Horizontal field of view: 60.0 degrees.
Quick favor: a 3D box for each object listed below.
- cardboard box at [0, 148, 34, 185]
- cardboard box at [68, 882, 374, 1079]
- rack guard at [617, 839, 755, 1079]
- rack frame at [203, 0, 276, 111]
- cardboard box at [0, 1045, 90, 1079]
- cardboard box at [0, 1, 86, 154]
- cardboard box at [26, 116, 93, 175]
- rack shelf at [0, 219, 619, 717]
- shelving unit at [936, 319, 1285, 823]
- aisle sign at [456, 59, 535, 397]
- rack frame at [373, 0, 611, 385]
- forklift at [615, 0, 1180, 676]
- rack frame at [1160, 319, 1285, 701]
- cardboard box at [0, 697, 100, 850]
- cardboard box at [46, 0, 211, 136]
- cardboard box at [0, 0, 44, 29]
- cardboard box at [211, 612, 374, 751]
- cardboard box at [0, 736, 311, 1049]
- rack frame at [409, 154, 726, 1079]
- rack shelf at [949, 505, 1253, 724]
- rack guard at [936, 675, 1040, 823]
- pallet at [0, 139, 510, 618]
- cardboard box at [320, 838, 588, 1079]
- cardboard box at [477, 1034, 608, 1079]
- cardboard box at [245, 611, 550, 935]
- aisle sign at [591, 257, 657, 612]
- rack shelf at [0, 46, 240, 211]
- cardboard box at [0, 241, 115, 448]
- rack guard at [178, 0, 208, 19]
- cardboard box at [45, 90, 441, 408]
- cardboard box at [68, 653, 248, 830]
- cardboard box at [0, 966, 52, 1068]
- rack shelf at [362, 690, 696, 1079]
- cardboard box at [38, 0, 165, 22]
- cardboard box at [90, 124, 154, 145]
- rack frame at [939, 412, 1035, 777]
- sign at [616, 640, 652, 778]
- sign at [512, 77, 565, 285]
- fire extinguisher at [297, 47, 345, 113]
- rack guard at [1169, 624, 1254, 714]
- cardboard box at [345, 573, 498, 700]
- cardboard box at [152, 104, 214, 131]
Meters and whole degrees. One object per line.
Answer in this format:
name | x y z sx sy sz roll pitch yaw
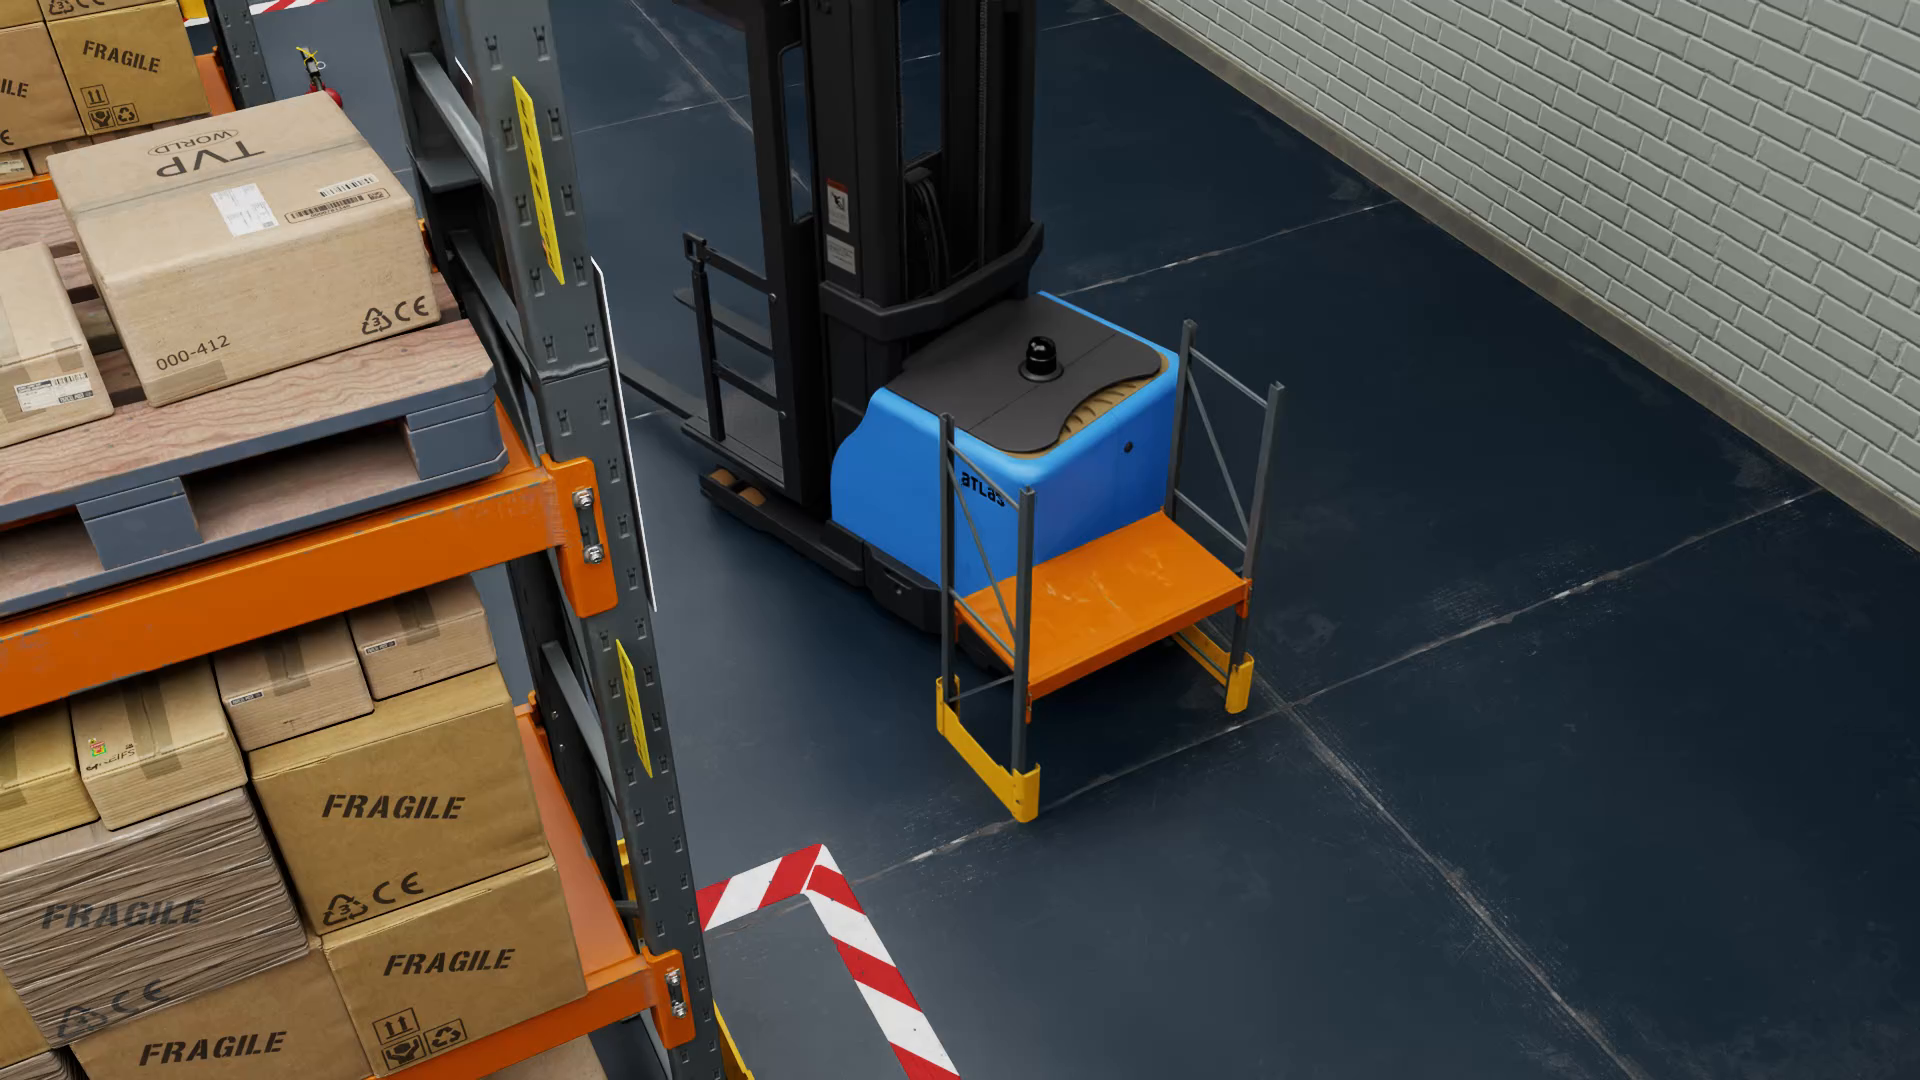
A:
cardboard box | -4.115 -1.658 7.082 0.250 0.149 0.380 -17 43 -20
cardboard box | -1.669 0.966 3.710 0.500 0.500 0.500 -20 44 -22
rack guard | -0.890 1.514 5.074 0.348 0.500 1.175 -19 44 -21
rack frame | -3.288 -2.239 7.573 0.127 3.000 1.000 -19 44 -21
cardboard box | -2.121 1.125 3.522 0.500 0.500 0.500 -17 43 -19
cardboard box | -4.027 -1.958 6.934 0.500 0.500 0.500 -19 44 -21
cardboard box | -3.900 -1.748 7.187 0.250 0.149 0.380 -19 44 -21
rack shelf | -2.685 0.294 2.816 4.000 0.370 1.077 -19 44 -21
shelving unit | 0.515 0.112 5.957 1.083 1.500 0.587 -23 45 -25
aisle sign | -0.982 -0.613 3.640 0.004 0.787 0.394 -19 44 -21
rack frame | -0.912 -1.722 2.320 0.127 3.000 1.000 -19 44 -21
forklift | -0.518 -1.405 6.641 3.031 2.935 1.130 31 49 31
rack frame | 0.932 -0.065 6.166 0.032 1.500 0.500 -23 45 -25
cardboard box | -1.784 0.388 3.116 0.250 0.149 0.380 -18 43 -20
cardboard box | -3.567 -2.109 7.112 0.500 0.500 0.500 -18 43 -20
cardboard box | -4.028 -2.342 6.614 0.500 0.500 0.500 -20 44 -22
cardboard box | -1.351 0.211 3.325 0.250 0.149 0.380 -18 43 -20
cardboard box | -1.679 0.601 3.367 0.500 0.500 0.500 -18 44 -20
rack frame | -0.912 0.567 4.258 0.127 3.000 1.000 -19 44 -21
rack shelf | 0.507 0.252 6.070 1.000 0.185 0.538 -23 45 -25
rack guard | 0.098 0.765 6.153 0.087 0.250 0.587 -23 45 -25
pallet | -1.565 -0.316 3.049 1.213 0.211 1.003 -19 44 -21
cardboard box | -1.217 0.825 3.877 0.500 0.500 0.500 -18 44 -20
cardboard box | -1.451 1.639 4.650 0.875 0.438 0.875 -20 44 -22
cardboard box | -1.229 0.428 3.572 0.500 0.500 0.500 -17 43 -19
aisle sign | -0.705 -0.269 3.234 0.004 0.787 0.394 -19 44 -21
rack shelf | -5.062 -1.368 7.101 4.000 0.370 1.077 -19 44 -21
cardboard box | -1.604 -0.323 2.781 0.250 0.149 0.380 -22 45 -24
rack guard | -5.468 -4.164 11.783 0.348 0.500 1.175 -19 44 -21
cardboard box | -1.269 -0.533 2.950 0.500 0.250 0.500 -23 45 -24
cardboard box | -1.541 0.337 3.177 0.250 0.149 0.380 -19 44 -21
cardboard box | -2.119 0.746 3.195 0.500 0.500 0.500 -19 44 -21
rack shelf | -2.685 1.439 3.785 4.000 0.370 1.077 -19 44 -21
cardboard box | -3.579 -2.493 6.792 0.500 0.500 0.500 -19 44 -22
cardboard box | -3.684 -1.831 7.286 0.250 0.149 0.380 -19 44 -21
rack frame | 0.082 0.295 5.741 0.032 1.500 0.500 -23 45 -25
sign | -0.673 0.350 3.435 0.005 0.325 0.100 -19 44 -21
sign | -0.673 -0.570 2.656 0.005 0.325 0.100 -19 44 -21
fire extinguisher | -2.851 -1.878 7.495 0.183 0.674 0.296 -19 44 -21
rack guard | 0.931 0.412 6.569 0.087 0.250 0.587 -23 45 -25
cardboard box | -1.137 0.122 3.431 0.250 0.149 0.380 -18 43 -20
cardboard box | -3.446 -1.884 7.348 0.250 0.149 0.380 -19 44 -21
